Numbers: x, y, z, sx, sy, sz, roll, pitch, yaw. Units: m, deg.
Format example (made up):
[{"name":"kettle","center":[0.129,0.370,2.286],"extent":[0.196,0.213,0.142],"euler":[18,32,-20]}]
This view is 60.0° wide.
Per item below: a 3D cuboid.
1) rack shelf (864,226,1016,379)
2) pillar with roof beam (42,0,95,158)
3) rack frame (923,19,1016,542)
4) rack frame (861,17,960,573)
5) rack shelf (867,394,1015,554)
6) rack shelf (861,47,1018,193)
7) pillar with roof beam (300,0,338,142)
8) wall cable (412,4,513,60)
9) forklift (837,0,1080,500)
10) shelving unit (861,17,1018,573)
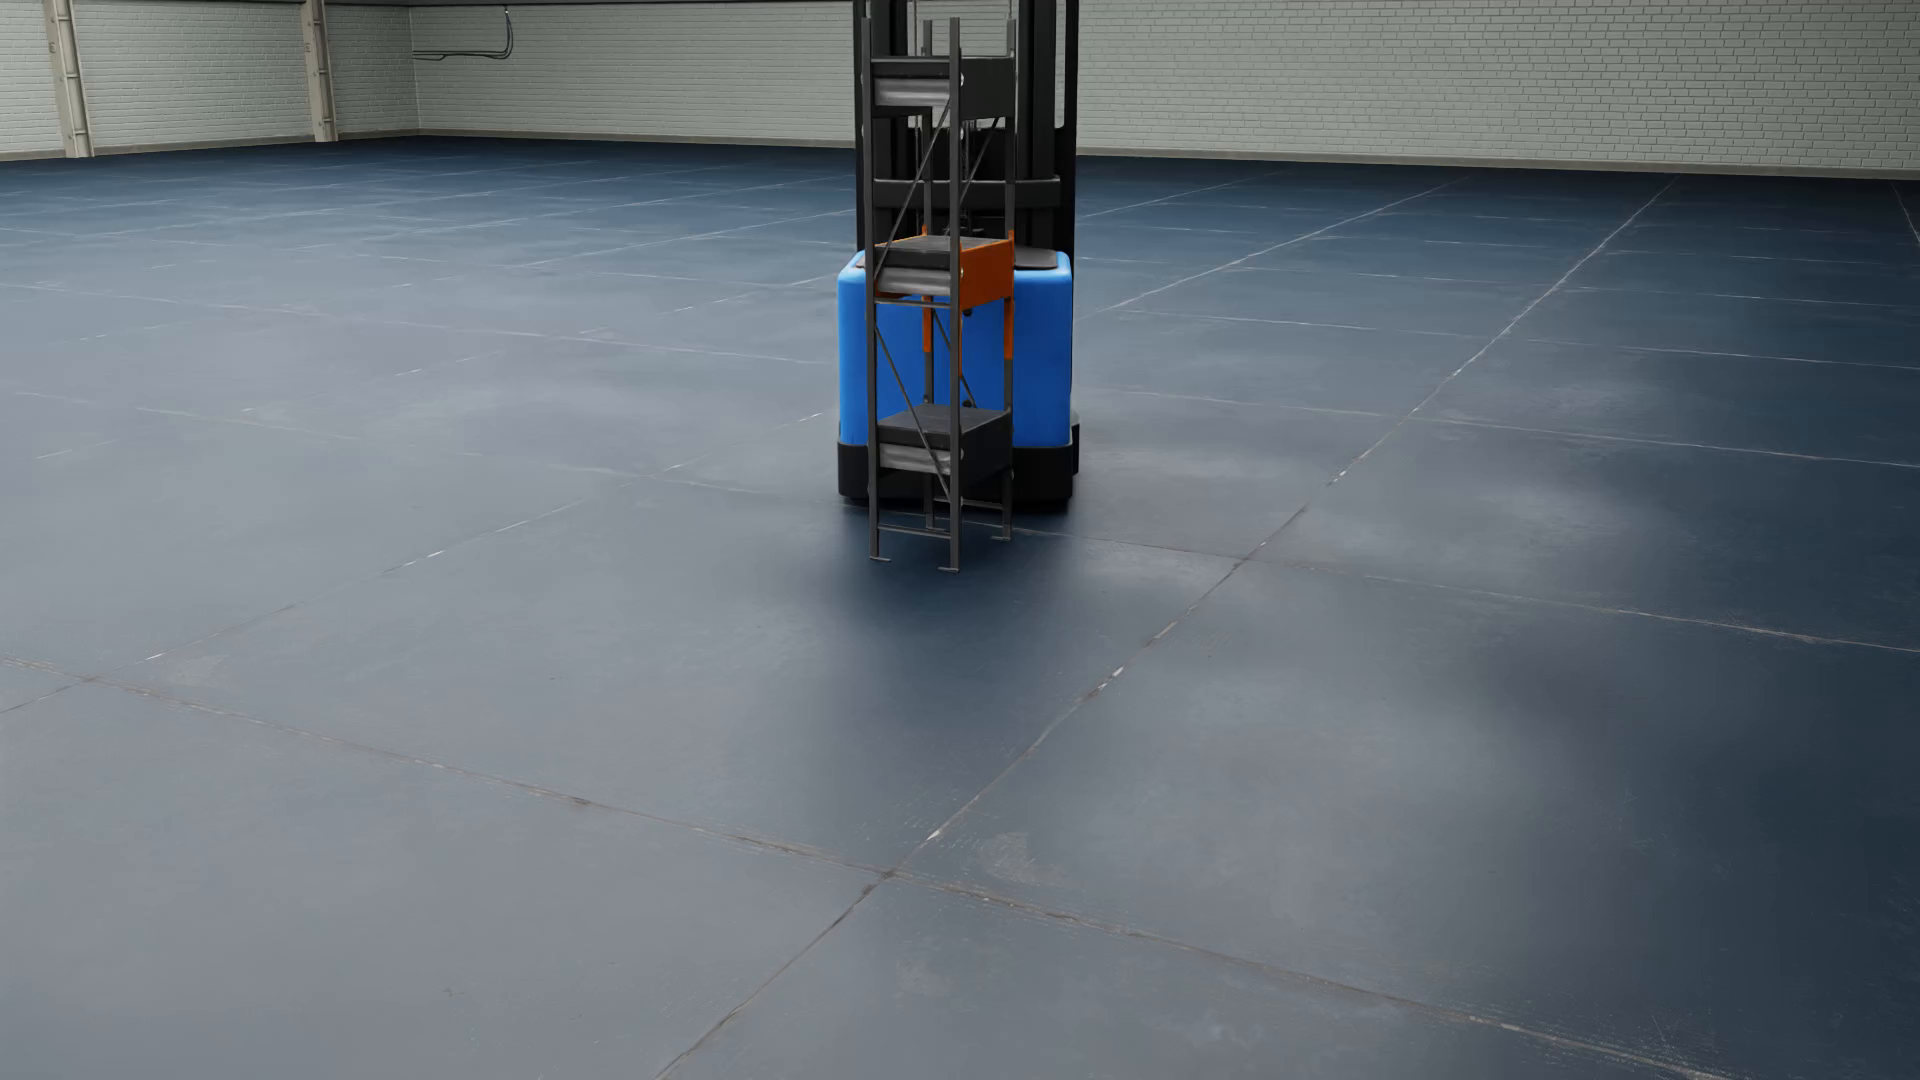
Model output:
[{"name":"rack shelf","center":[-0.074,-0.951,6.587],"extent":[0.431,0.518,0.480],"euler":[8,18,25]},{"name":"pillar with roof beam","center":[-12.722,-10.982,28.195],"extent":[9.100,9.000,0.400],"euler":[8,18,25]},{"name":"rack frame","center":[0.035,-1.027,6.793],"extent":[0.400,2.100,0.015],"euler":[8,18,25]},{"name":"rack frame","center":[-0.183,-0.902,6.374],"extent":[0.400,2.100,0.015],"euler":[8,18,25]},{"name":"rack shelf","center":[-0.074,-0.280,6.787],"extent":[0.431,0.518,0.480],"euler":[8,18,25]},{"name":"rack shelf","center":[-0.074,-1.622,6.388],"extent":[0.431,0.518,0.480],"euler":[8,18,25]},{"name":"pillar with roof beam","center":[-10.041,-12.511,33.340],"extent":[9.100,9.000,0.400],"euler":[8,18,25]},{"name":"wall cable","center":[-11.393,-12.152,37.586],"extent":[3.097,2.526,0.112],"euler":[8,18,25]},{"name":"forklift","center":[0.040,-1.948,8.433],"extent":[1.130,2.935,3.031],"euler":[1,17,2]},{"name":"shelving unit","center":[-0.074,-0.964,6.583],"extent":[0.431,2.100,0.503],"euler":[8,18,25]}]
